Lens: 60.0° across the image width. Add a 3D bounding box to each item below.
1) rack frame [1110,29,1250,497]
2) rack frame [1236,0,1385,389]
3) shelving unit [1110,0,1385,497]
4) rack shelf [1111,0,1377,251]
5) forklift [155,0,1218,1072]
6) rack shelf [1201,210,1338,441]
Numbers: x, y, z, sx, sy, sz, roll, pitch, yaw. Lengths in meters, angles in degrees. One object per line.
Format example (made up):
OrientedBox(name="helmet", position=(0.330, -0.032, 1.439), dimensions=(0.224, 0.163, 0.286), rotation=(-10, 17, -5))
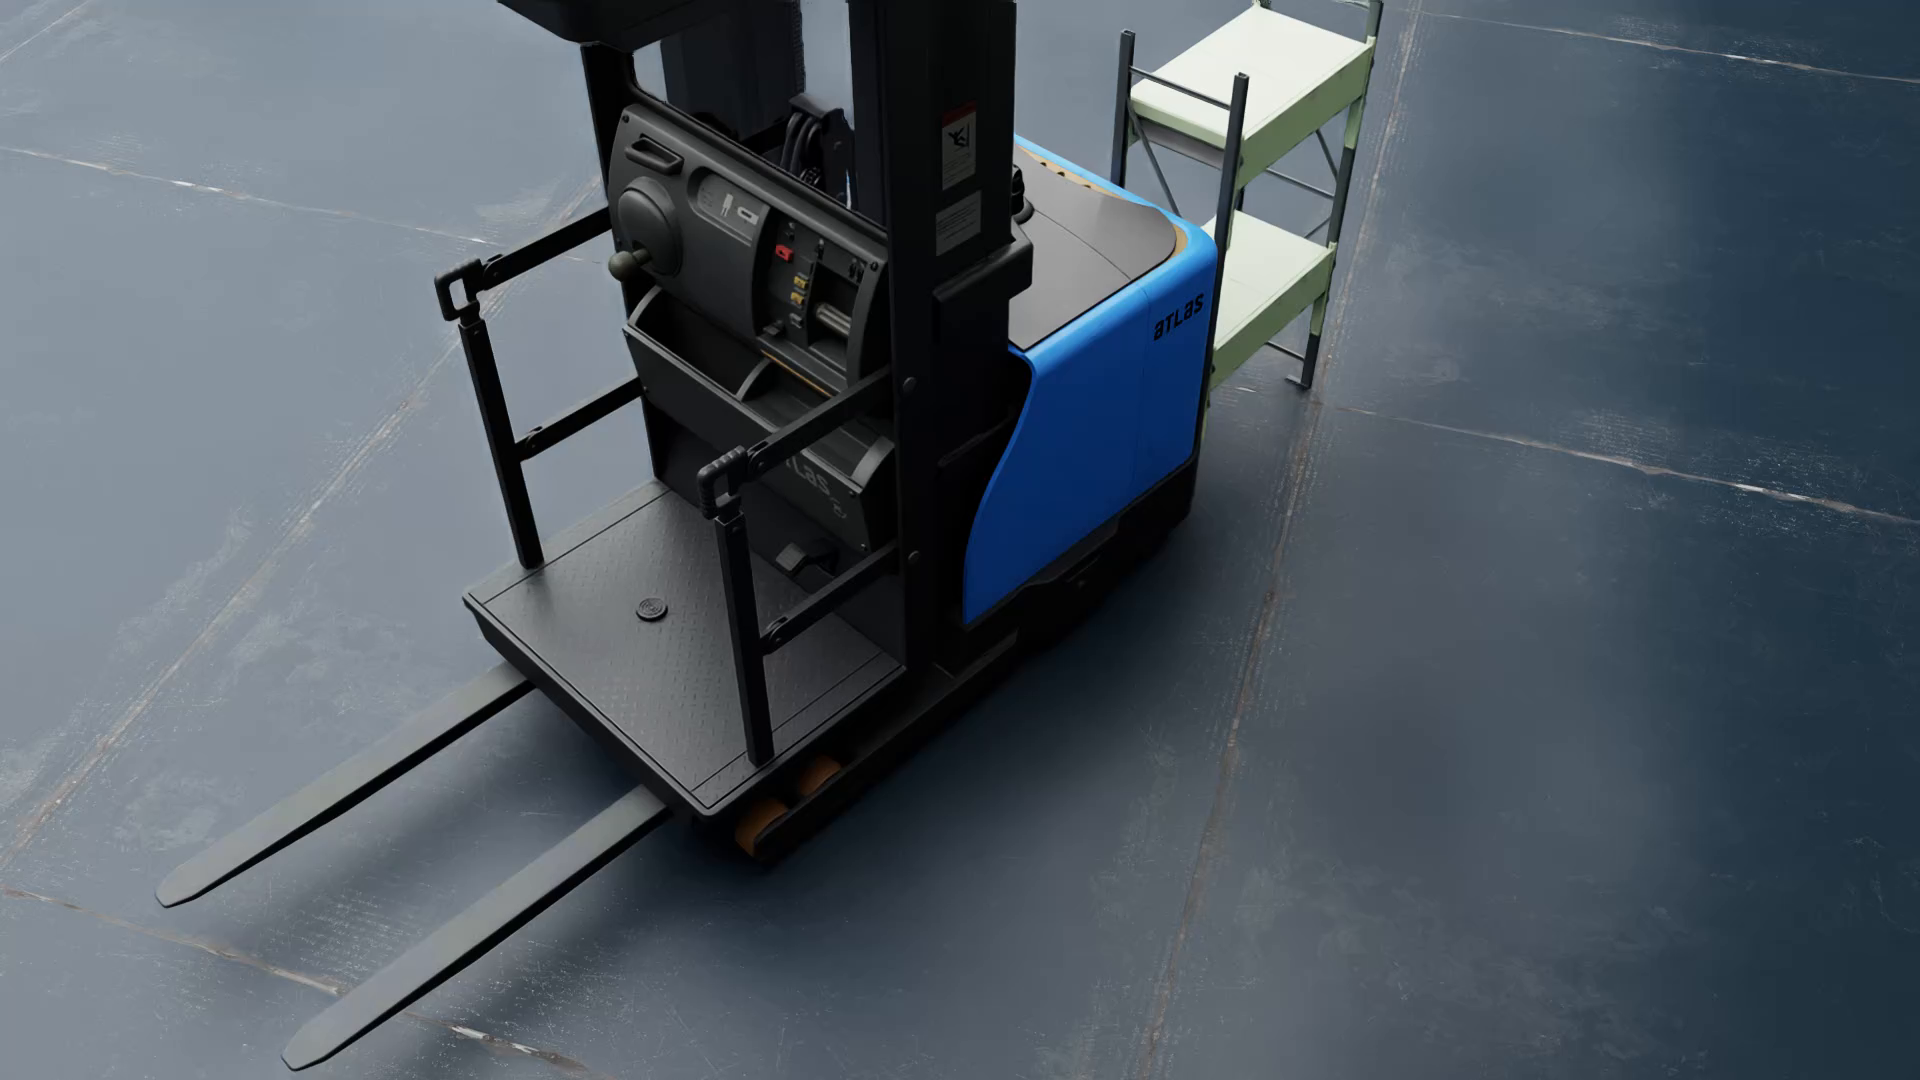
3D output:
OrientedBox(name="rack frame", position=(0.597, -0.761, 4.956), dimensions=(0.400, 1.500, 0.023), rotation=(30, 52, 27))
OrientedBox(name="rack frame", position=(1.065, -1.155, 5.358), dimensions=(0.400, 1.500, 0.023), rotation=(30, 52, 27))
OrientedBox(name="shelving unit", position=(0.831, -0.958, 5.157), dimensions=(0.431, 1.500, 0.755), rotation=(30, 52, 27))
OrientedBox(name="rack shelf", position=(0.831, -1.237, 4.884), dimensions=(0.431, 0.370, 0.720), rotation=(30, 52, 27))
OrientedBox(name="forklift", position=(-0.664, -0.617, 3.784), dimensions=(1.130, 2.935, 3.031), rotation=(35, 54, 30))
OrientedBox(name="rack shelf", position=(0.831, -0.725, 5.385), dimensions=(0.431, 0.370, 0.720), rotation=(30, 52, 27))
